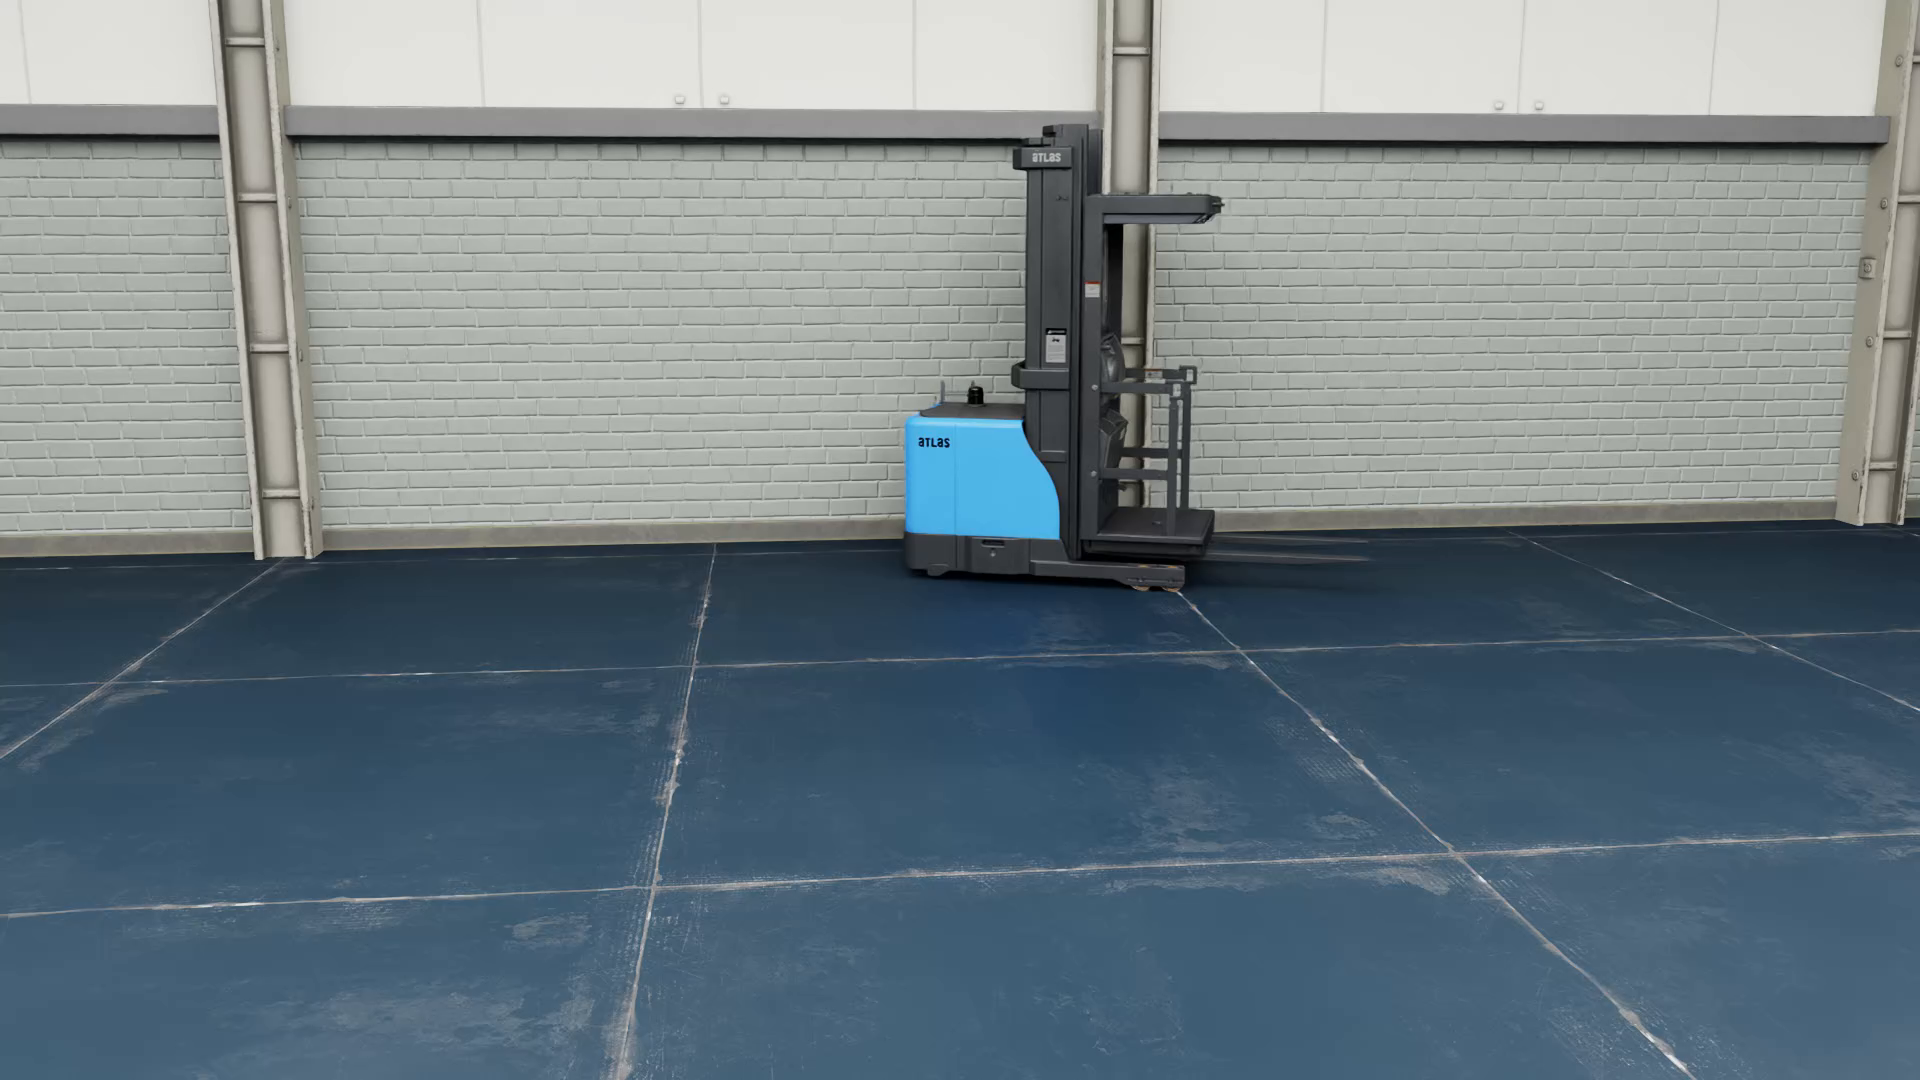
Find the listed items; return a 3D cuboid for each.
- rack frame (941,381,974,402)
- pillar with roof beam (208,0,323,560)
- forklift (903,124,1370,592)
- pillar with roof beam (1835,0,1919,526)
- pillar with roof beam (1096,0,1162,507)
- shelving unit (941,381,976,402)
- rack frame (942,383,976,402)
[{"bbox_3d":[-0.016,-0.561,12.112,0.240,1.200,0.006,0,11,-2],"label":"rack frame"},{"bbox_3d":[-4.305,-3.486,6.771,0.400,9.000,9.100,-1,11,-6],"label":"pillar with roof beam"},{"bbox_3d":[1.196,-1.215,10.952,3.031,2.935,1.130,2,11,12],"label":"forklift"},{"bbox_3d":[7.625,-3.736,8.043,0.400,9.000,9.100,-1,11,-6],"label":"pillar with roof beam"},{"bbox_3d":[1.660,-3.611,7.407,0.400,9.000,9.100,-1,11,-6],"label":"pillar with roof beam"},{"bbox_3d":[-0.013,-0.544,12.022,0.258,1.200,0.189,0,11,-2],"label":"shelving unit"},{"bbox_3d":[-0.009,-0.526,11.932,0.240,1.200,0.006,0,11,-2],"label":"rack frame"}]
